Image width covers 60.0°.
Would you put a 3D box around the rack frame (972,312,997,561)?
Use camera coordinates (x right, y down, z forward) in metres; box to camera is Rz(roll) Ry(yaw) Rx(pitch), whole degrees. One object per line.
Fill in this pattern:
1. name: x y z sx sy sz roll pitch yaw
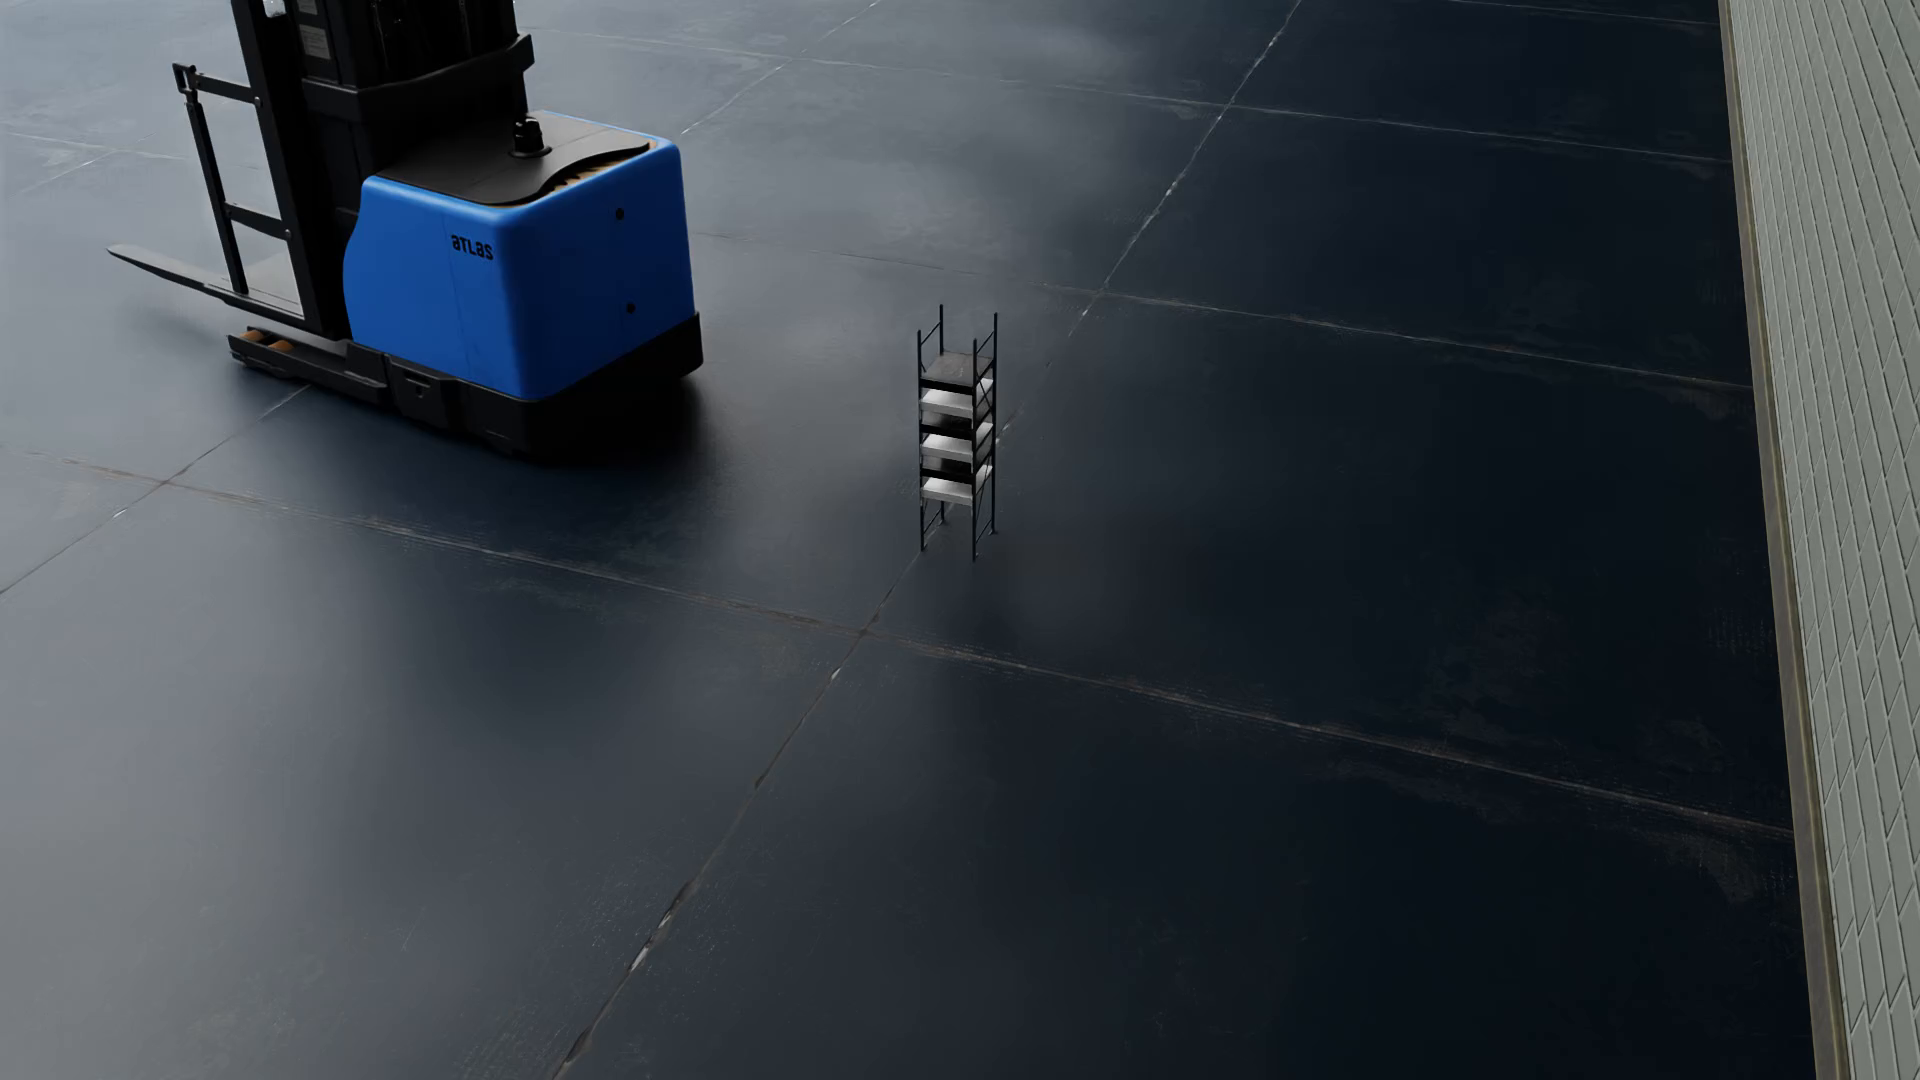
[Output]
1. rack frame: 0.088 -0.361 5.979 0.006 0.900 0.240 11 34 16

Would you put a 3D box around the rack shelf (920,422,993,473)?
1. rack shelf: -0.008 -0.352 6.026 0.200 0.077 0.258 11 34 16

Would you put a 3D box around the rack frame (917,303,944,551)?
1. rack frame: -0.103 -0.398 6.037 0.006 0.900 0.240 11 34 16

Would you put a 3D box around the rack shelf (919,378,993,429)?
1. rack shelf: -0.008 -0.503 5.929 0.200 0.077 0.258 11 34 16

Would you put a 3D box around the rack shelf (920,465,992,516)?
1. rack shelf: -0.008 -0.200 6.124 0.200 0.077 0.258 11 34 16

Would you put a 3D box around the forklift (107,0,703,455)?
1. forklift: -2.654 -2.166 6.902 3.031 2.935 1.130 19 37 26

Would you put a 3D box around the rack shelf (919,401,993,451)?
1. rack shelf: -0.008 -0.427 5.977 0.200 0.077 0.258 11 34 16

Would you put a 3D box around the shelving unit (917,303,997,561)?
1. shelving unit: -0.008 -0.380 6.008 0.210 0.900 0.258 11 34 16

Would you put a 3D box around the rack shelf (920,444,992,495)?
1. rack shelf: -0.008 -0.276 6.075 0.200 0.077 0.258 11 34 16

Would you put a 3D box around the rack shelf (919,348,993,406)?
1. rack shelf: -0.008 -0.578 5.880 0.200 0.077 0.258 11 34 16
